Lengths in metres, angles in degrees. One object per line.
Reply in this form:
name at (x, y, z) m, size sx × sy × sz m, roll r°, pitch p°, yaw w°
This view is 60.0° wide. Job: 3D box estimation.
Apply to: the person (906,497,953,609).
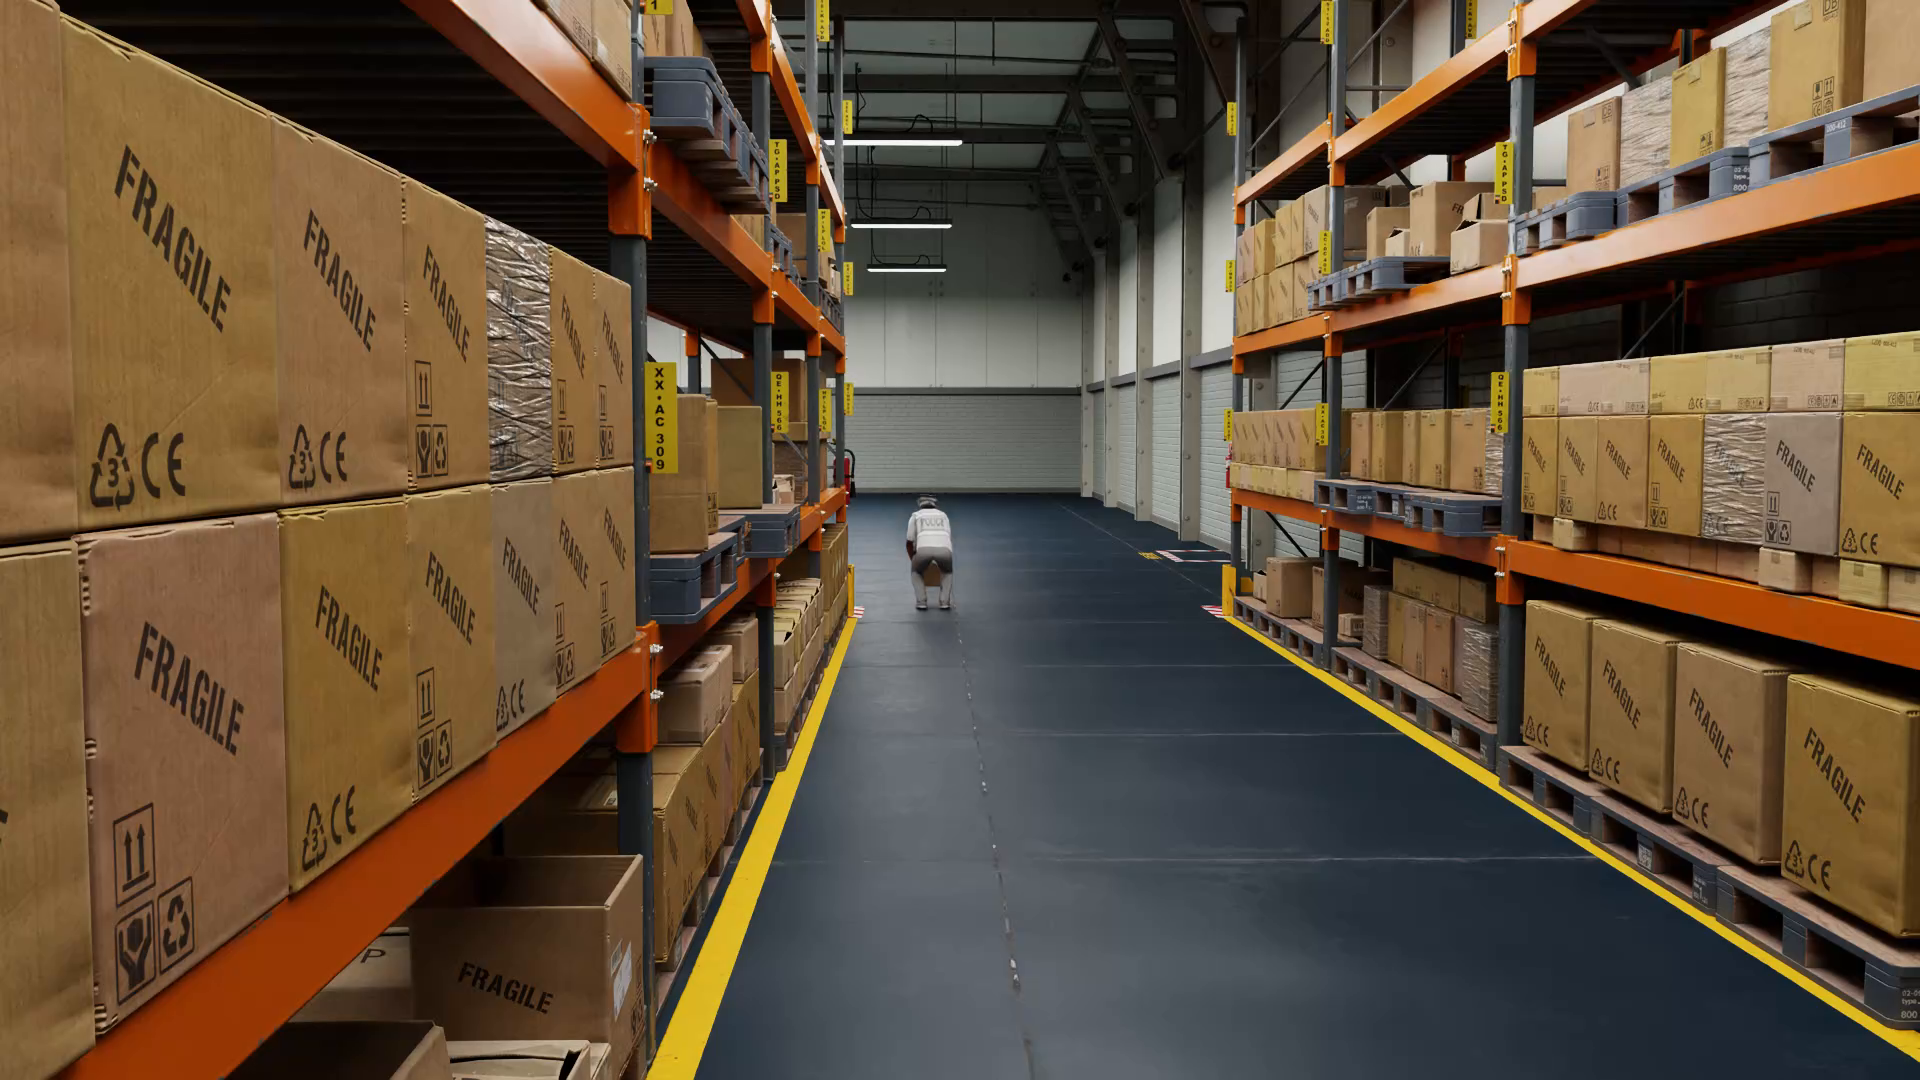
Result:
person at (-0.323, 0.138, 17.658) m, size 0.500 × 1.170 × 0.805 m, roll 0°, pitch 4°, yaw -1°
